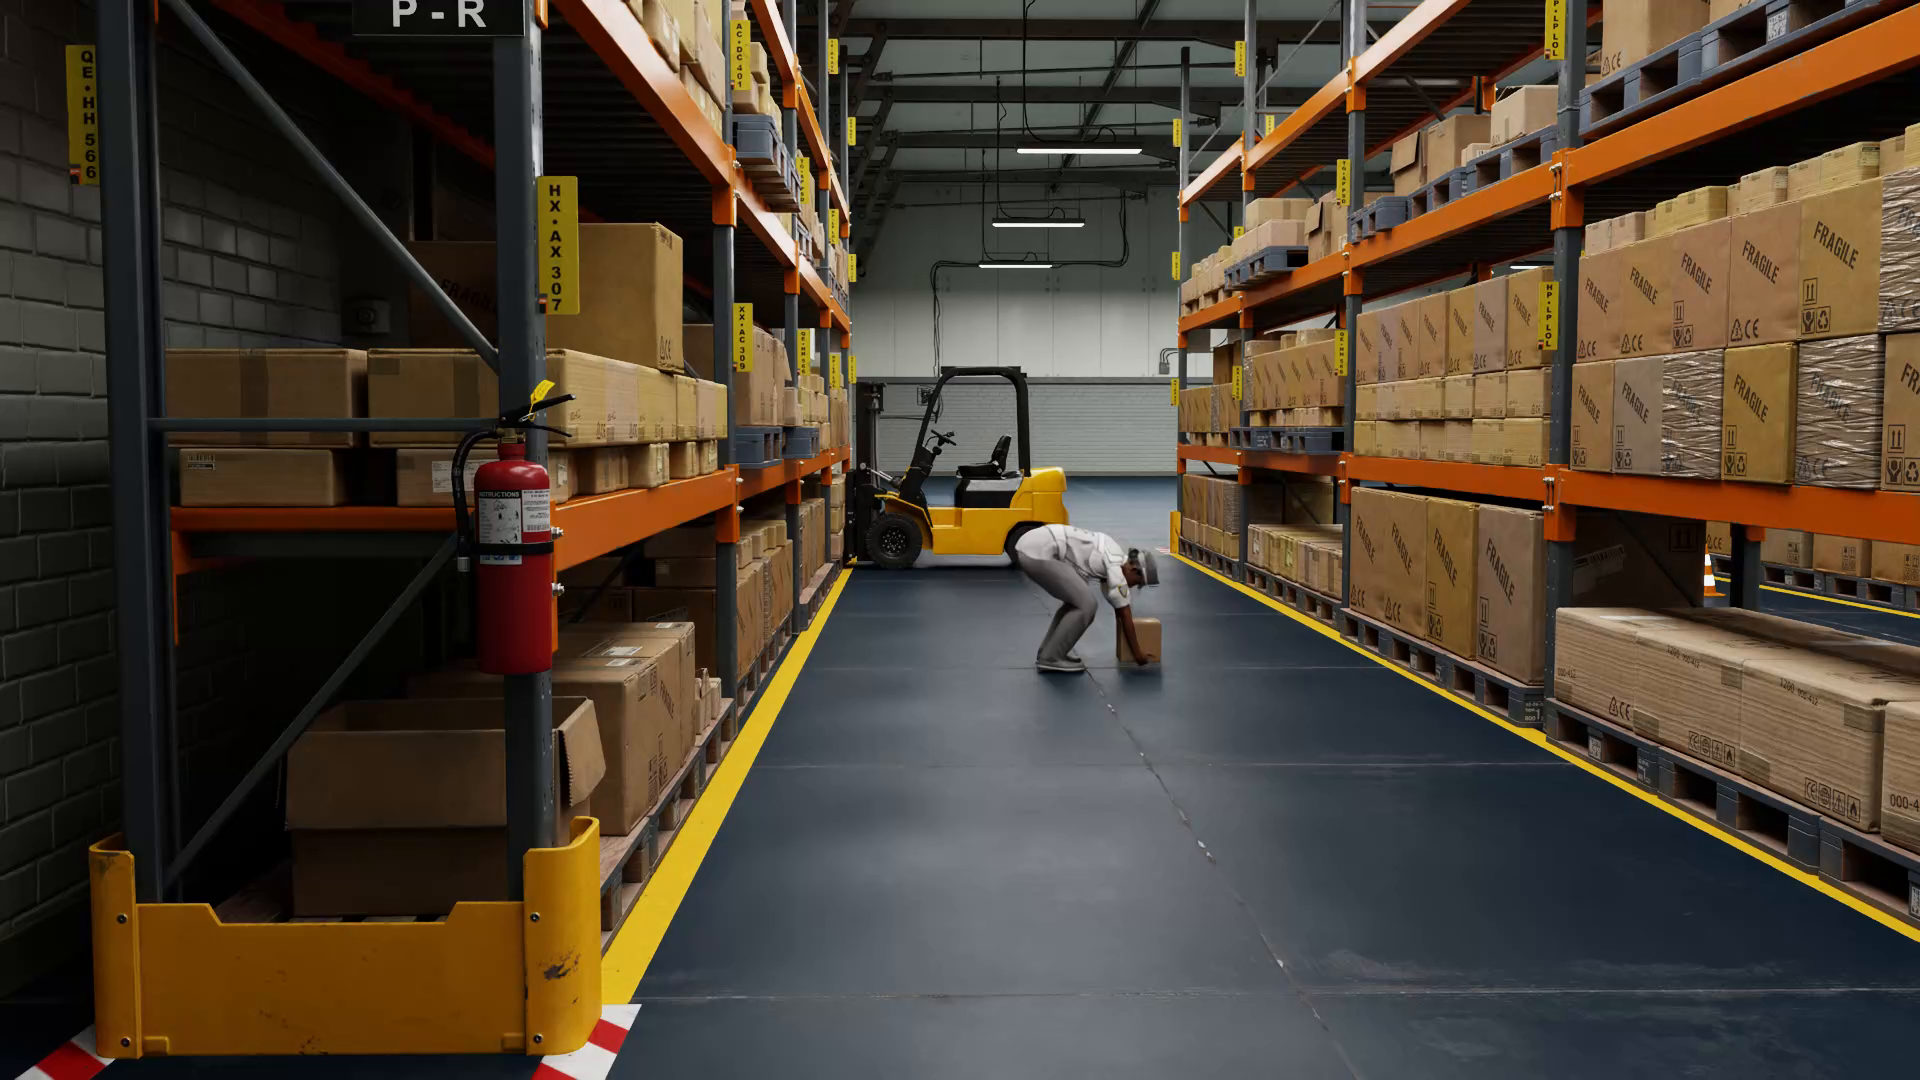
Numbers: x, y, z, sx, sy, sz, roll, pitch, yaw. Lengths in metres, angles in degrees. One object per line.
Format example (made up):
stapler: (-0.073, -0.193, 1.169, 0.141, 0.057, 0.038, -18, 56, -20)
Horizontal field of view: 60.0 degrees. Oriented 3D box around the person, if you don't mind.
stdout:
person: (0.794, 0.355, 10.357, 0.904, 0.908, 0.465, 0, 4, -3)
